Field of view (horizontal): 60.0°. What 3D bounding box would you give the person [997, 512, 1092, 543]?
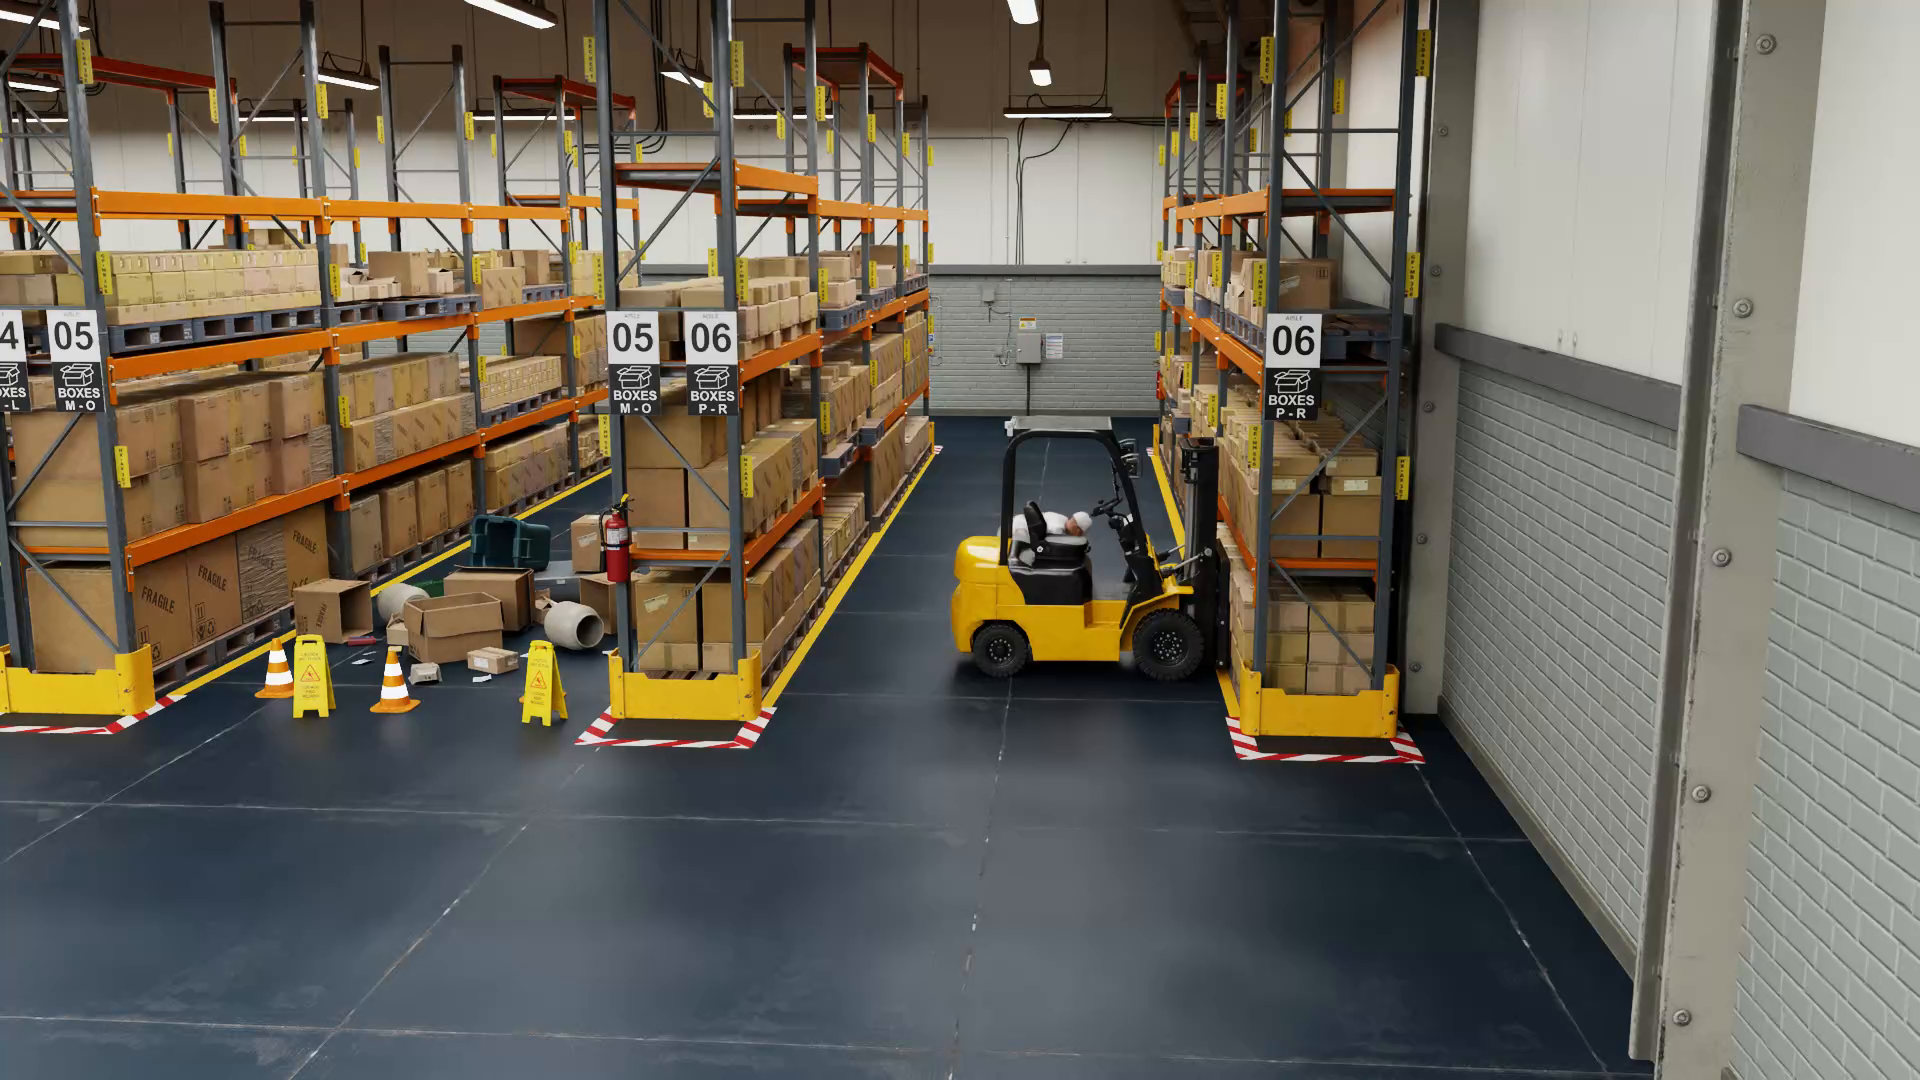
[{"bbox_3d":[0.847,0.224,16.735,0.958,1.024,0.524,0,11,1],"label":"person"}]
